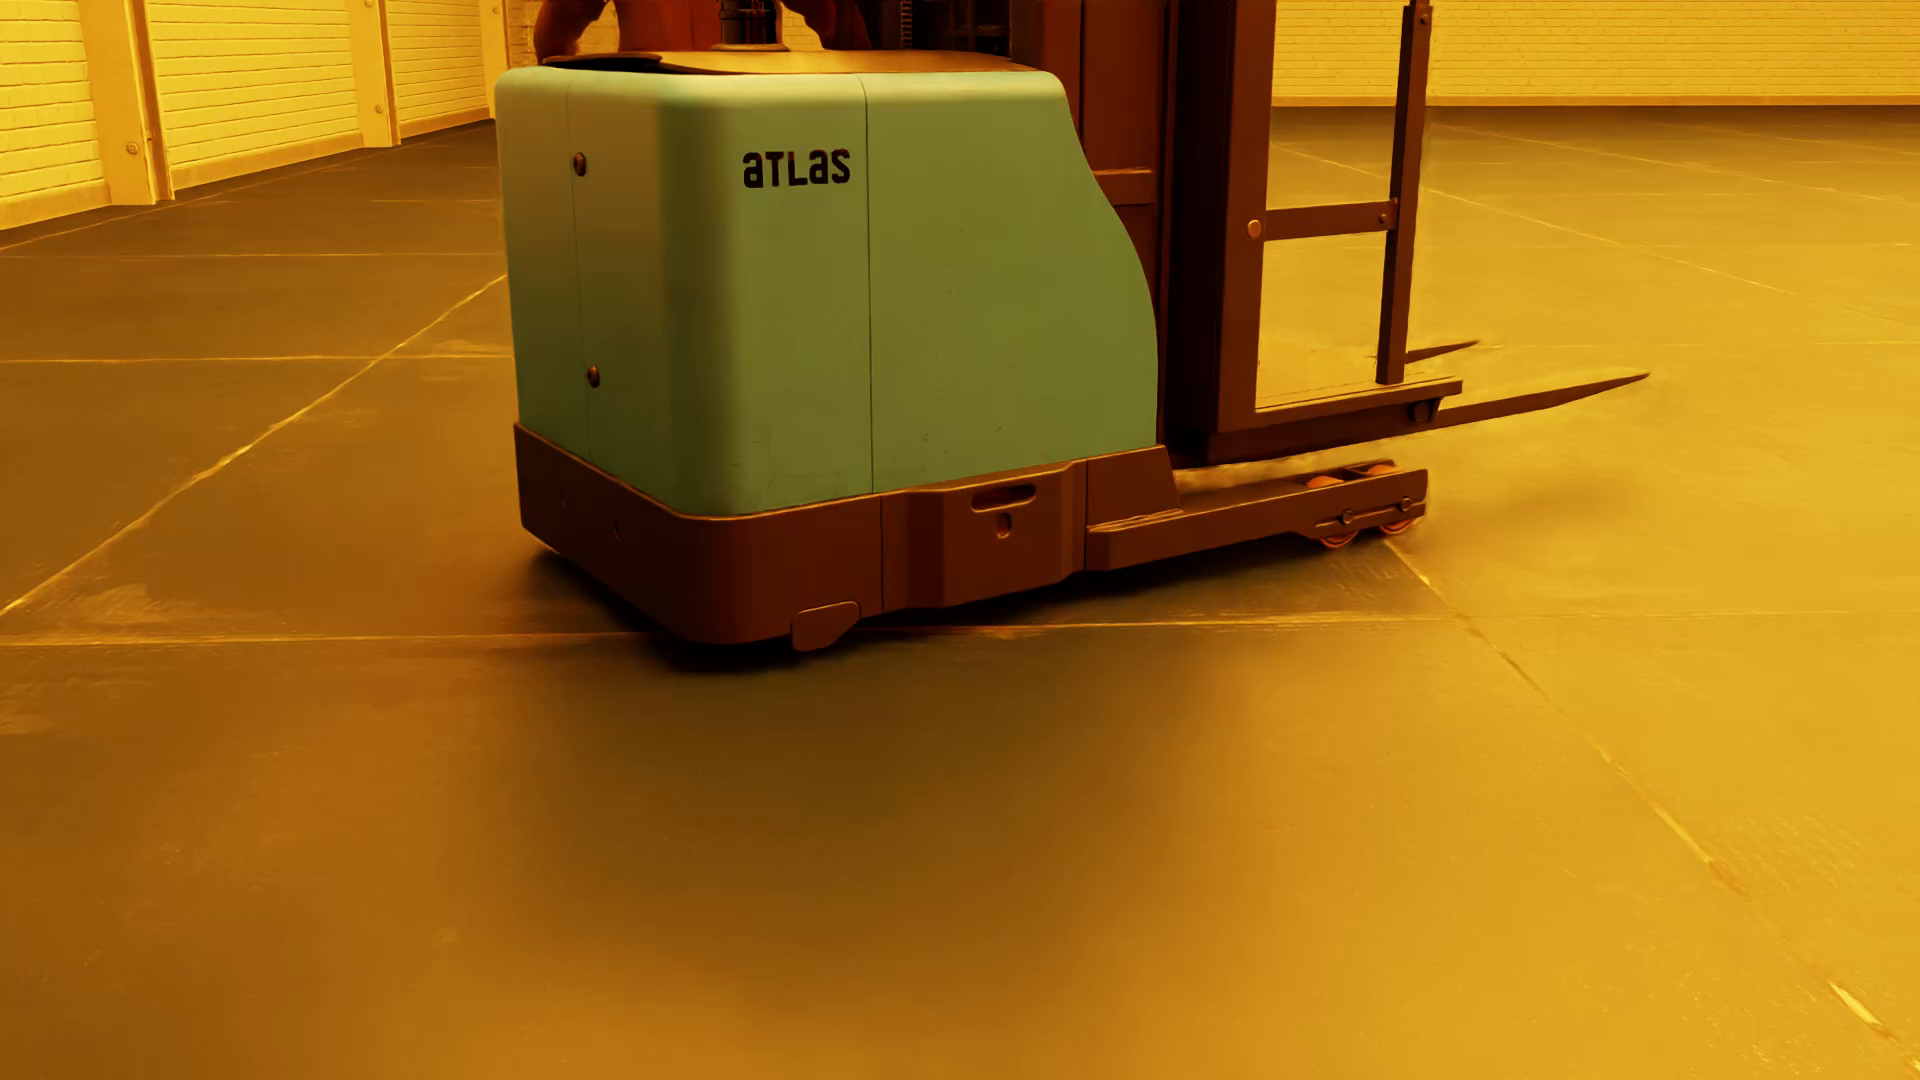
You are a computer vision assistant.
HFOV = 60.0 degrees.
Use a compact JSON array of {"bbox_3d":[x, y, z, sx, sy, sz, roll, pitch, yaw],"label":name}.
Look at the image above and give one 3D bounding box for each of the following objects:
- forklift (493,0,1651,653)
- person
[{"bbox_3d":[0.509,-1.500,3.811,3.031,2.935,1.130,-11,20,-32],"label":"forklift"},{"bbox_3d":[-0.587,-0.944,4.203,0.912,1.756,0.669,0,17,0],"label":"person"}]
